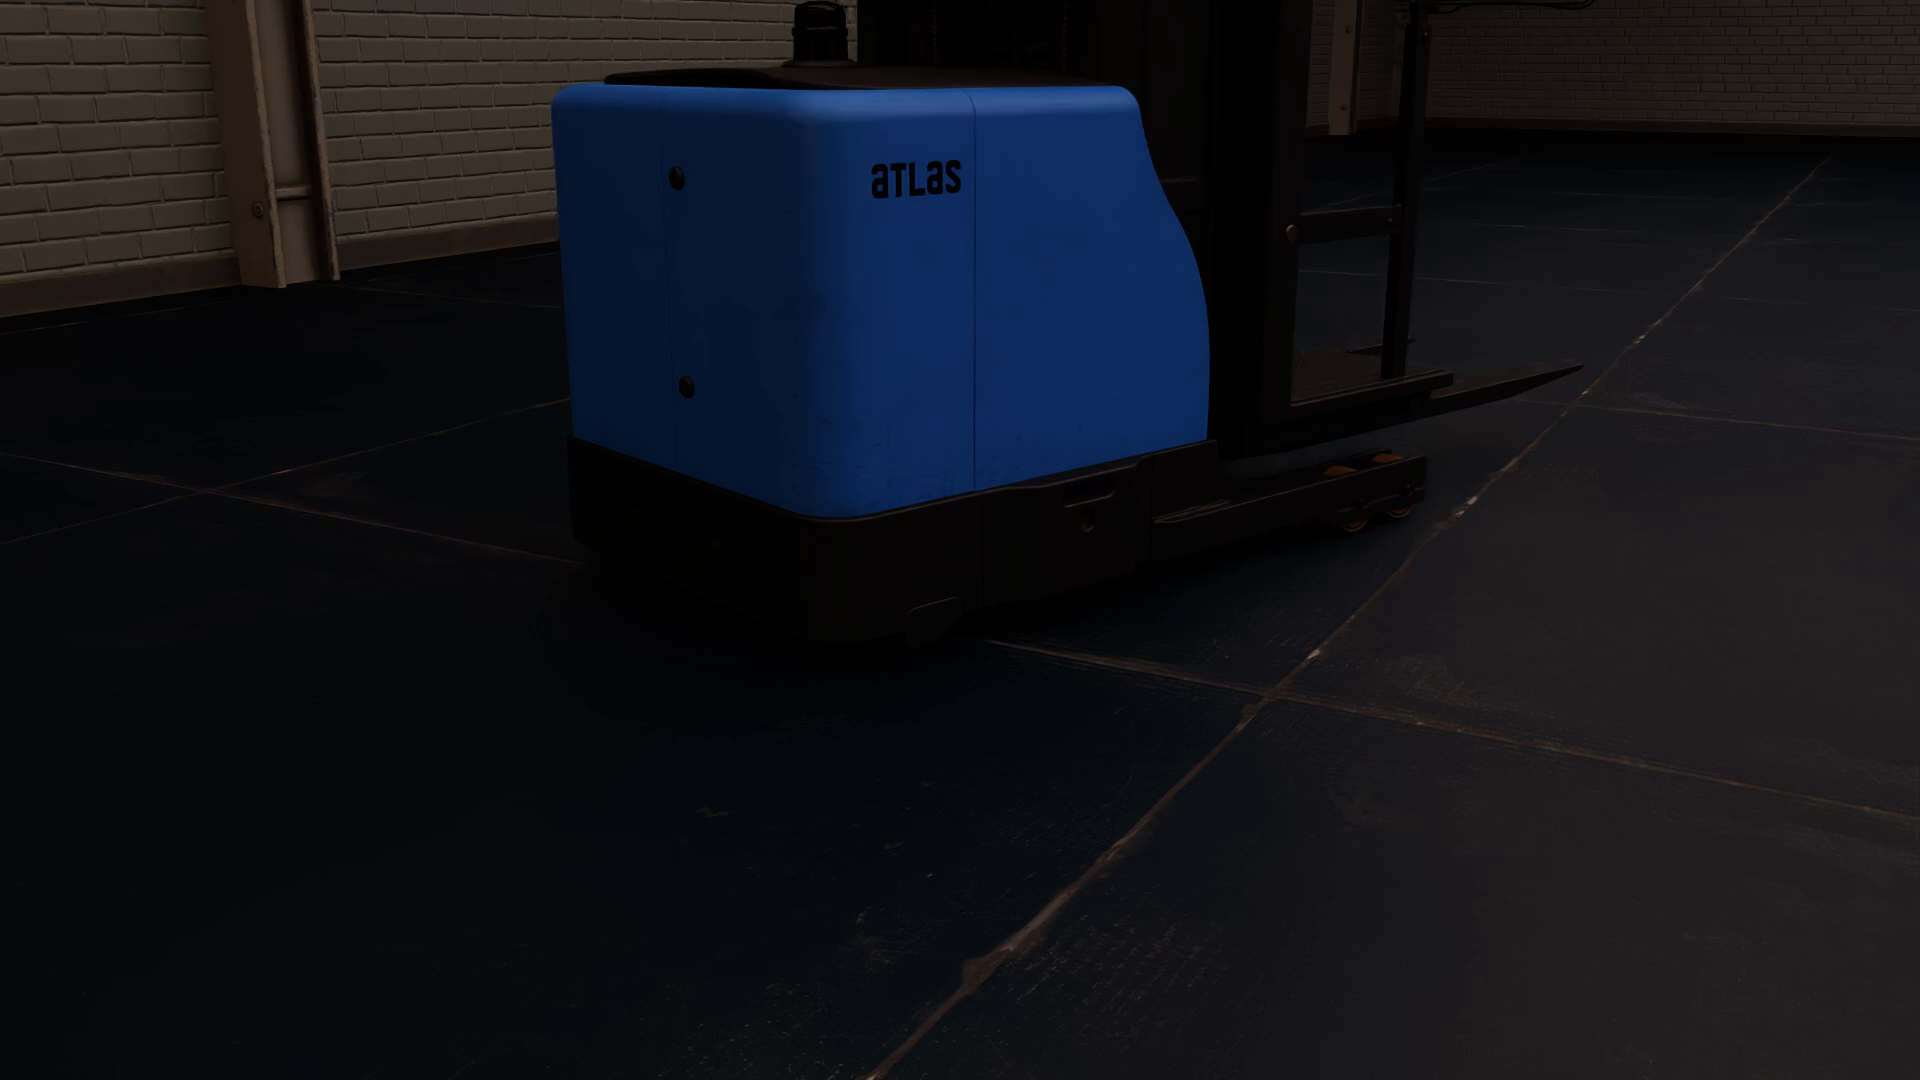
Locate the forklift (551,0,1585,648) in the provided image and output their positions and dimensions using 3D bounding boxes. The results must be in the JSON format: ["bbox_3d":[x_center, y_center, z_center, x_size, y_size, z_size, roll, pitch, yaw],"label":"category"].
[{"bbox_3d":[0.555,-1.522,4.022,3.031,2.935,1.130,-14,21,-39],"label":"forklift"}]
